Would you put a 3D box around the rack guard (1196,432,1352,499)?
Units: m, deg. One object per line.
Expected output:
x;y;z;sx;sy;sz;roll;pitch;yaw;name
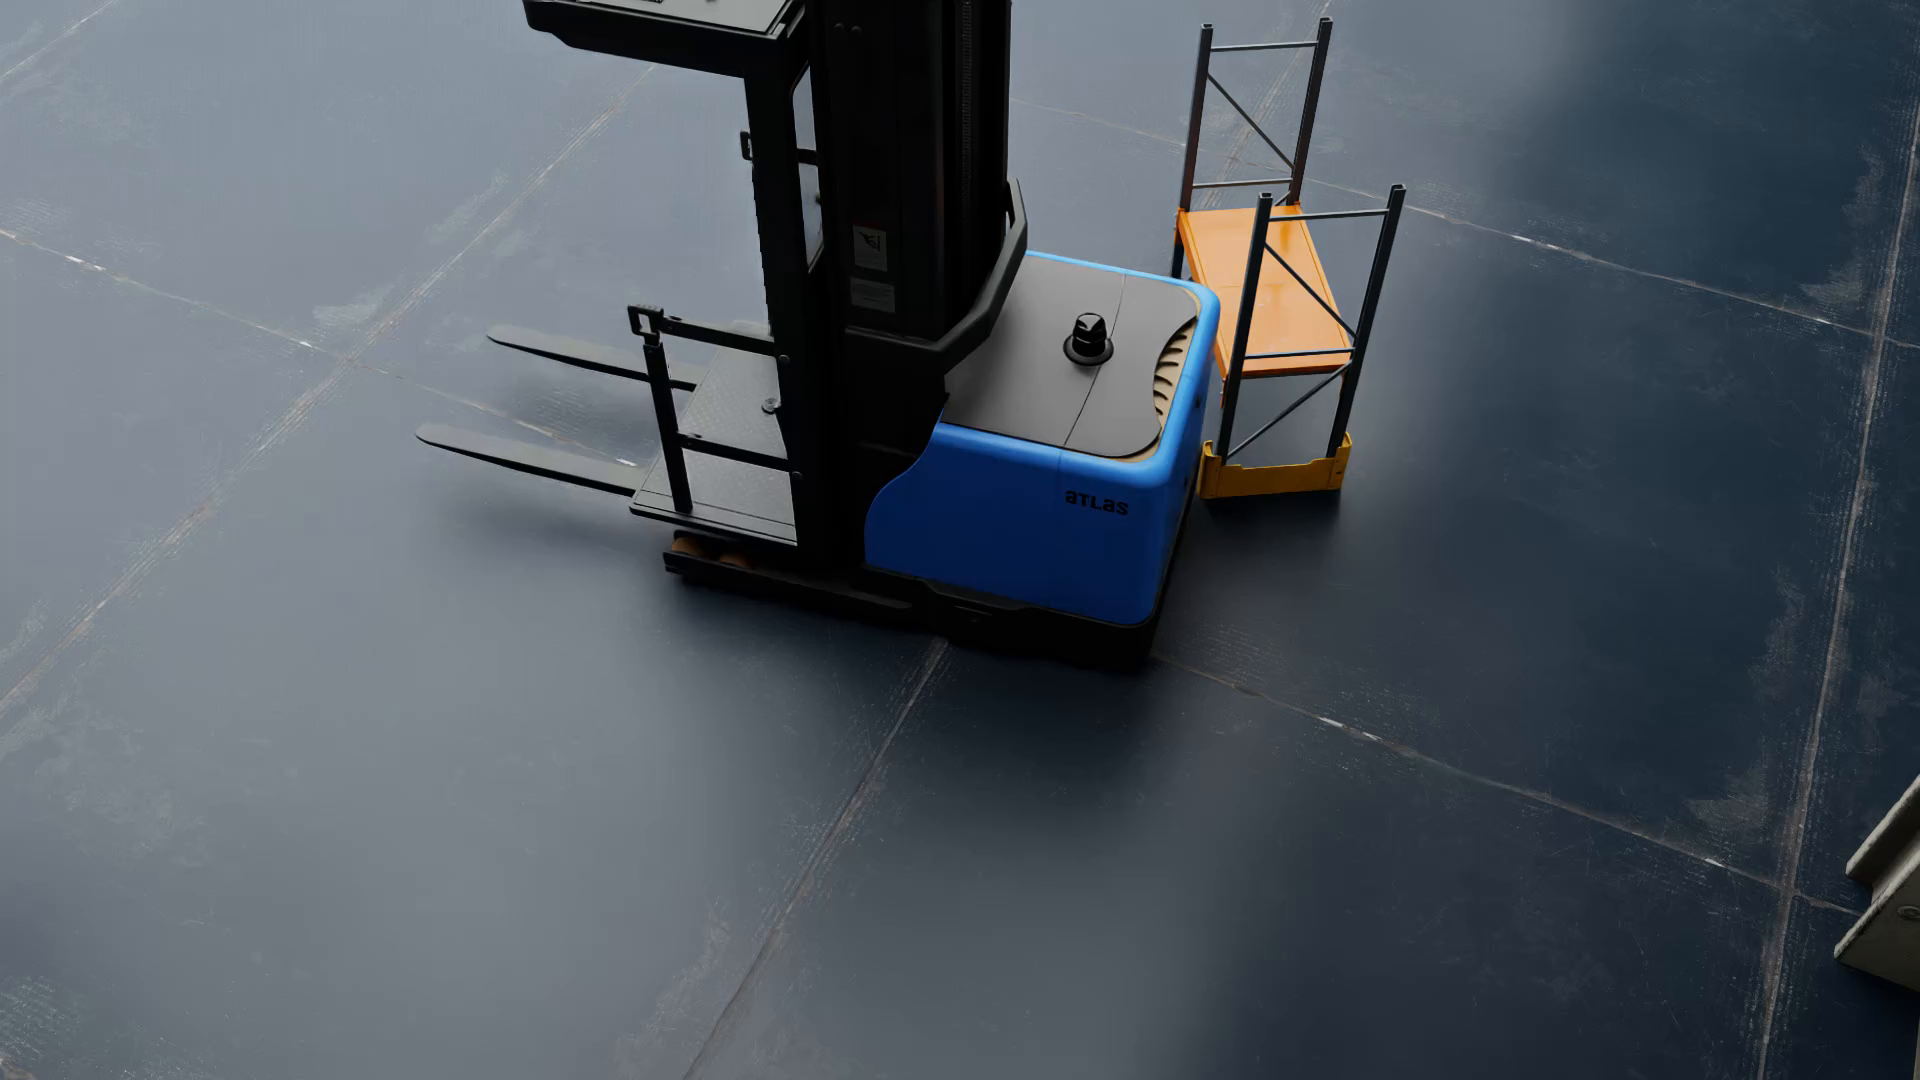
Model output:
1.253;-0.298;6.655;0.587;0.250;0.087;-4;50;-4;rack guard

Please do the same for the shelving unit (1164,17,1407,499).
1.204;-1.081;6.500;0.587;1.500;1.083;-4;50;-4;shelving unit

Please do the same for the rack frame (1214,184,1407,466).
1.255;-0.689;6.166;0.500;1.500;0.032;-4;50;-4;rack frame

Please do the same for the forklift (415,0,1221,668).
-0.630;-1.132;5.604;3.031;2.935;1.130;13;51;11;forklift

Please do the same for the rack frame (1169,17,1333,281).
1.155;-1.459;6.822;0.500;1.500;0.032;-4;50;-4;rack frame

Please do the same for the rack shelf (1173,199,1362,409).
1.205;-0.957;6.631;0.538;0.185;1.000;-4;50;-4;rack shelf

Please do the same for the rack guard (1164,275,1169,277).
1.155;-1.053;7.297;0.587;0.250;0.087;-4;50;-4;rack guard
